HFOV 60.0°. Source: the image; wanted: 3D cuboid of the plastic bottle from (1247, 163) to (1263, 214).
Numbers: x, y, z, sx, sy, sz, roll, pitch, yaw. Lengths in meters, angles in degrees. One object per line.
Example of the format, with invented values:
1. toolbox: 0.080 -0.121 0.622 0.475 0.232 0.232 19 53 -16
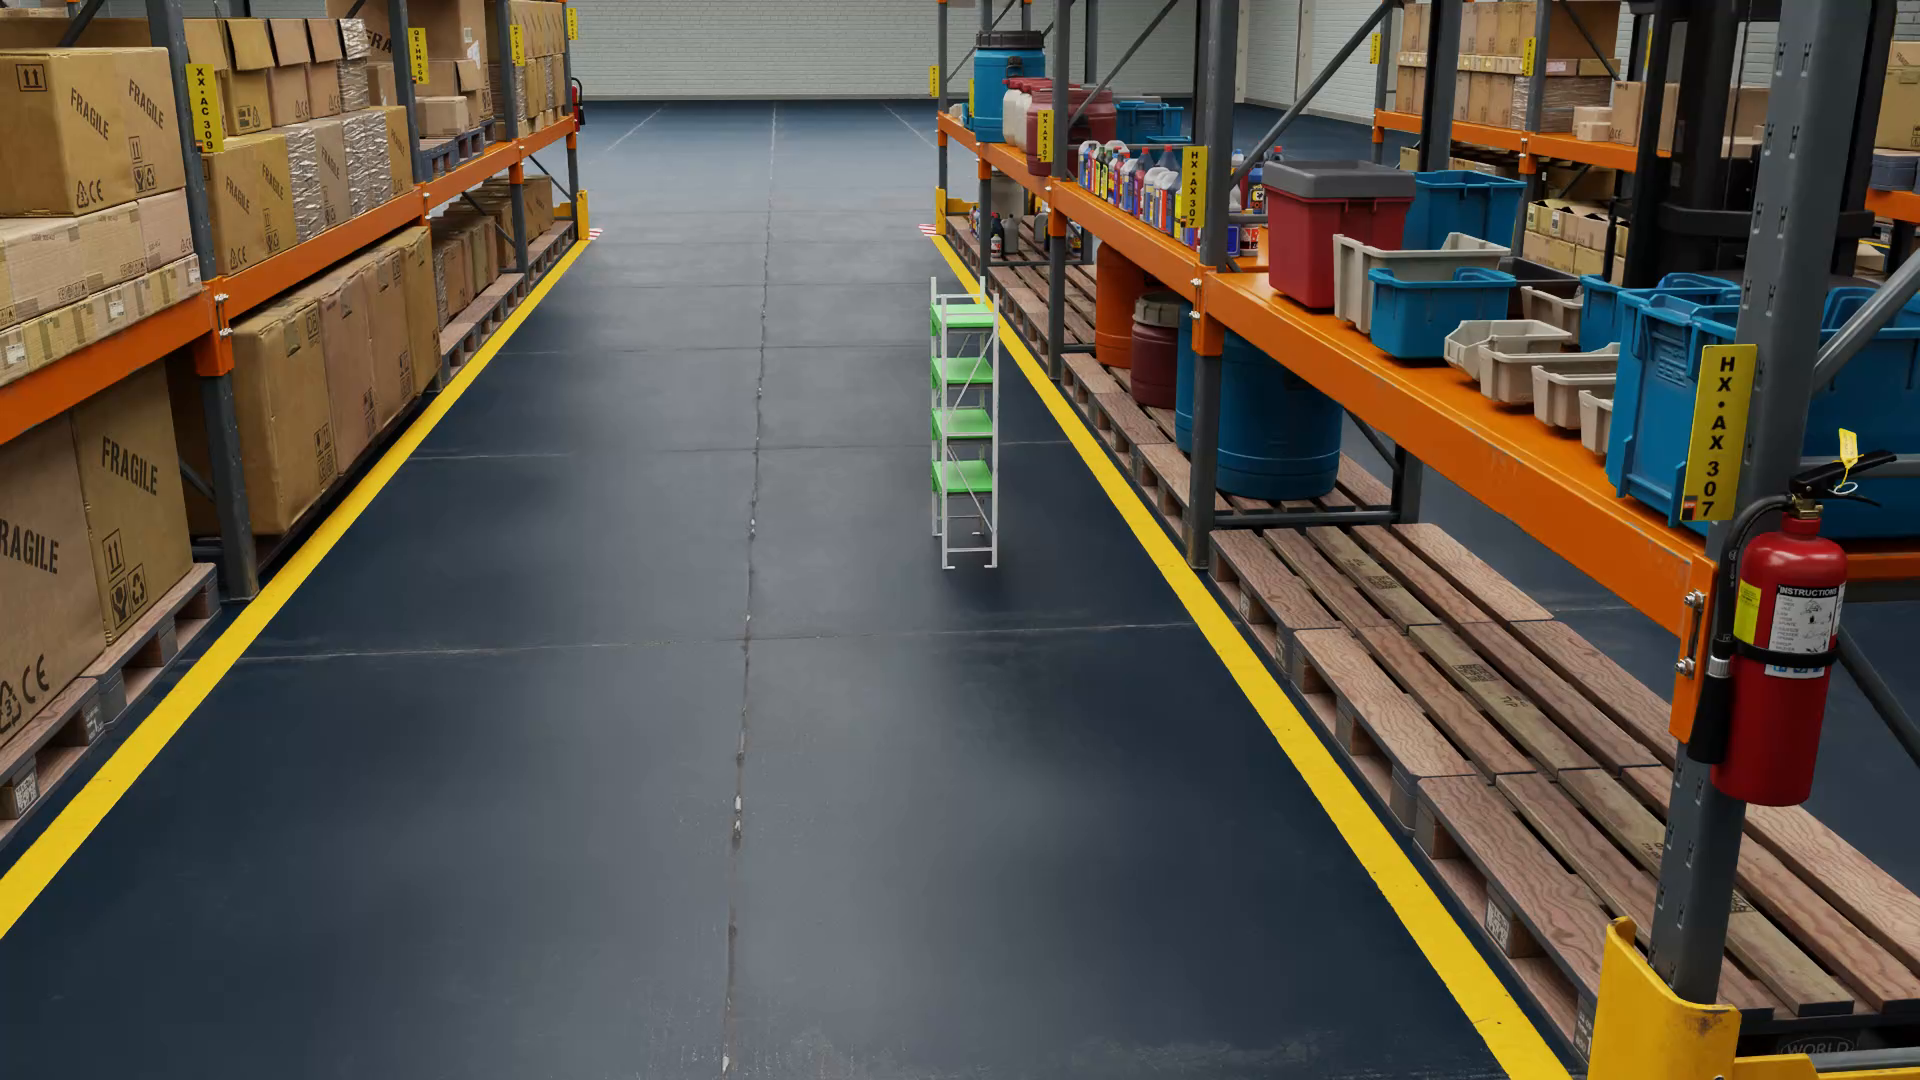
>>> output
1. plastic bottle: 1.567 -1.849 8.774 0.097 0.271 0.097 0 17 0

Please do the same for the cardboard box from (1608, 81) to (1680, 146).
1. cardboard box: 5.723 -3.524 13.727 0.500 0.500 0.500 -1 17 -2

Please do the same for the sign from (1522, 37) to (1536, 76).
1. sign: 5.054 -4.296 14.774 0.100 0.325 0.005 -2 18 -6

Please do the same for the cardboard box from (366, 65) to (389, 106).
1. cardboard box: -3.931 -2.773 10.635 0.500 0.500 0.500 -4 18 -12

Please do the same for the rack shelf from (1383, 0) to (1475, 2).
1. rack shelf: 5.400 -5.546 16.528 1.077 0.370 4.000 -2 18 -6

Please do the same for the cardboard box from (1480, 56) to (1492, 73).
1. cardboard box: 5.262 -4.597 16.063 0.380 0.149 0.250 -2 18 -6

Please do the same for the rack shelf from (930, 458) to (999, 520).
1. rack shelf: 0.017 -0.233 7.431 0.258 0.148 0.480 -2 18 -6

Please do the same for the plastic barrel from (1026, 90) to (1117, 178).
1. plastic barrel: 0.742 -2.713 11.082 0.600 0.536 0.708 -2 18 -6

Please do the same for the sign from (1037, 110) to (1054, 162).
1. sign: 0.545 -2.578 10.607 0.100 0.325 0.005 -2 18 -6

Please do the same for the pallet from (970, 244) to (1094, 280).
1. pallet: 0.651 -2.581 15.547 1.003 0.211 1.213 -2 18 -6

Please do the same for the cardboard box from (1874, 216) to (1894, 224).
1. cardboard box: 10.187 -3.627 17.660 0.700 0.500 0.500 -3 18 -9

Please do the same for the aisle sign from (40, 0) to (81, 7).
1. aisle sign: -9.313 -5.897 17.112 0.394 0.787 0.004 -2 18 -6

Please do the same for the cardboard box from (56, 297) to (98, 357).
1. cardboard box: -2.959 -0.667 5.213 0.380 0.149 0.250 -1 17 -5

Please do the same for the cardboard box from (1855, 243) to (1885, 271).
1. cardboard box: 6.256 -1.992 11.967 0.500 0.311 0.500 -1 17 -4

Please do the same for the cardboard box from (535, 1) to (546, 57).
1. cardboard box: -4.208 -4.813 15.666 0.500 0.500 0.500 -2 18 -6

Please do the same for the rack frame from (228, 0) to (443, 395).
1. rack frame: -3.835 -2.366 10.205 1.000 3.000 0.127 -2 18 -6

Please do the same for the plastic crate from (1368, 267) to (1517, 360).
1. plastic crate: 1.449 -0.688 5.040 0.416 0.233 0.300 -2 18 -6

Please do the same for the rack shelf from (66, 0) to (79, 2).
1. rack shelf: -9.398 -5.118 15.165 1.077 0.370 4.000 -2 18 -6

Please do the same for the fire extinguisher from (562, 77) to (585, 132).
1. fire extinguisher: -4.214 -4.761 17.962 0.296 0.674 0.183 -2 18 -6

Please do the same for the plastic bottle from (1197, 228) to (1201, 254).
1. plastic bottle: 1.102 -1.373 7.375 0.097 0.201 0.097 0 17 0

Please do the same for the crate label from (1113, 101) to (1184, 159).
1. crate label: 1.258 -2.840 11.656 0.502 0.435 0.616 -2 18 -6

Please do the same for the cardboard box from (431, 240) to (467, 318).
1. cardboard box: -4.060 -1.916 12.210 0.700 0.500 0.500 0 17 -1

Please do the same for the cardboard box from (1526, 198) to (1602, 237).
1. cardboard box: 5.401 -2.888 14.820 0.500 0.311 0.500 -2 18 -5

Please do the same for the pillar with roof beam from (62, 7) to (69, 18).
1. pillar with roof beam: -19.091 -15.987 43.575 9.100 9.000 0.400 -2 18 -6

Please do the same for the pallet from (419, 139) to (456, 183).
1. pallet: -4.015 -2.483 10.899 1.213 0.211 1.003 -2 18 -6

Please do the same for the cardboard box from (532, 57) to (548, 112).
1. cardboard box: -4.412 -4.329 15.795 0.875 0.500 0.500 -2 18 -6

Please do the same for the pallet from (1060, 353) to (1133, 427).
1. pallet: 1.214 -0.955 10.366 1.003 0.211 1.213 -2 18 -6

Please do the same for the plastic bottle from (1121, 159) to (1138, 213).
1. plastic bottle: 0.957 -1.907 8.952 0.152 0.276 0.135 -2 18 -6

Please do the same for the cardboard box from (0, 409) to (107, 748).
1. cardboard box: -3.342 0.107 5.176 0.875 0.875 0.875 -2 18 -6

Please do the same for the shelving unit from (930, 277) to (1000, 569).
1. shelving unit: 0.017 -0.523 7.340 0.258 1.200 0.503 -2 18 -6

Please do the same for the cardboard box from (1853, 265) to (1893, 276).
1. cardboard box: 5.781 -1.544 11.024 0.500 0.500 0.500 -1 17 -3

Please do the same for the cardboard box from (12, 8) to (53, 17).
1. cardboard box: -9.456 -4.940 16.351 0.875 0.550 0.550 -2 18 -6

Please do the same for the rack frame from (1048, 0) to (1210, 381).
1. rack frame: 1.091 -2.519 10.692 1.000 3.000 0.127 -2 18 -6

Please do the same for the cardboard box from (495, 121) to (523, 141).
1. cardboard box: -3.971 -3.511 14.272 0.380 0.149 0.250 -2 18 -6

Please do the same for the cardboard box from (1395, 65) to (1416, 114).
1. cardboard box: 5.229 -4.962 18.309 0.700 0.500 0.500 -2 18 -6

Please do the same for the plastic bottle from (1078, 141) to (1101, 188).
1. plastic bottle: 0.814 -2.321 10.268 0.152 0.276 0.135 -2 18 -6

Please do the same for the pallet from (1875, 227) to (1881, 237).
1. pallet: 10.177 -3.612 18.830 1.003 0.211 1.213 -2 18 -6

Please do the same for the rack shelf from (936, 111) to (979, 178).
1. rack shelf: 0.472 -3.963 16.494 1.077 0.370 4.000 -2 18 -6

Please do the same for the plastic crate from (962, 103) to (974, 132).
1. plastic crate: 0.294 -3.961 15.534 0.499 0.251 0.616 -2 18 -6

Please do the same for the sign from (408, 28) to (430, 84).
1. sign: -3.284 -2.936 10.089 0.100 0.325 0.005 -2 18 -6

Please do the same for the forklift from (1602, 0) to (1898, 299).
1. forklift: 4.067 -1.888 8.798 1.130 2.935 3.031 2 18 6

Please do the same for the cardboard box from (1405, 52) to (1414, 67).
1. cardboard box: 5.049 -5.209 18.012 0.380 0.149 0.250 -2 18 -7

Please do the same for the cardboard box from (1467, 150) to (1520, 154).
1. cardboard box: 5.662 -3.852 17.577 0.500 0.500 0.500 -2 18 -6

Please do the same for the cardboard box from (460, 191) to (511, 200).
1. cardboard box: -4.458 -3.039 15.820 0.500 0.500 0.500 -3 18 -11

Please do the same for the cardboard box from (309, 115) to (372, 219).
1. cardboard box: -3.436 -1.971 8.780 0.500 0.500 0.500 -2 18 -7

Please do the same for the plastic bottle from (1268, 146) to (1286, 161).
1. plastic bottle: 1.683 -1.904 8.816 0.144 0.351 0.185 -2 18 -6

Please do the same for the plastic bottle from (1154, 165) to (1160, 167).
1. plastic bottle: 1.022 -1.817 8.671 0.097 0.271 0.097 0 17 0

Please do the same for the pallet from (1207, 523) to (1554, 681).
1. pallet: 1.618 0.221 6.620 1.003 0.211 1.213 -2 18 -6

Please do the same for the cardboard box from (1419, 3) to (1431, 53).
1. cardboard box: 5.294 -5.409 17.566 0.700 0.500 0.500 -2 18 -7

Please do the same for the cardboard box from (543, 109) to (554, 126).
1. cardboard box: -4.167 -4.107 16.171 0.380 0.149 0.250 -2 18 -6

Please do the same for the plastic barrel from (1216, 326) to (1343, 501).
1. plastic barrel: 1.464 -0.689 7.665 0.600 0.901 0.708 -2 18 -6

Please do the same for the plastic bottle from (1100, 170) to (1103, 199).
1. plastic bottle: 0.860 -2.072 9.601 0.097 0.201 0.097 0 17 0

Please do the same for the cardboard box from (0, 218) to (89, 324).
1. cardboard box: -3.008 -0.815 5.018 0.500 0.250 0.500 -1 17 -5

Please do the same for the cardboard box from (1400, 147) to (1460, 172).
1. cardboard box: 5.081 -3.985 17.999 0.500 0.500 0.500 -2 18 -6

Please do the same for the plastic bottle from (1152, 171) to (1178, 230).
1. plastic bottle: 1.038 -1.674 8.210 0.152 0.276 0.135 -2 18 -6

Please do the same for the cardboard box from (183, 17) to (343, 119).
1. cardboard box: -3.712 -2.479 8.725 0.797 0.503 0.637 -1 17 -4
